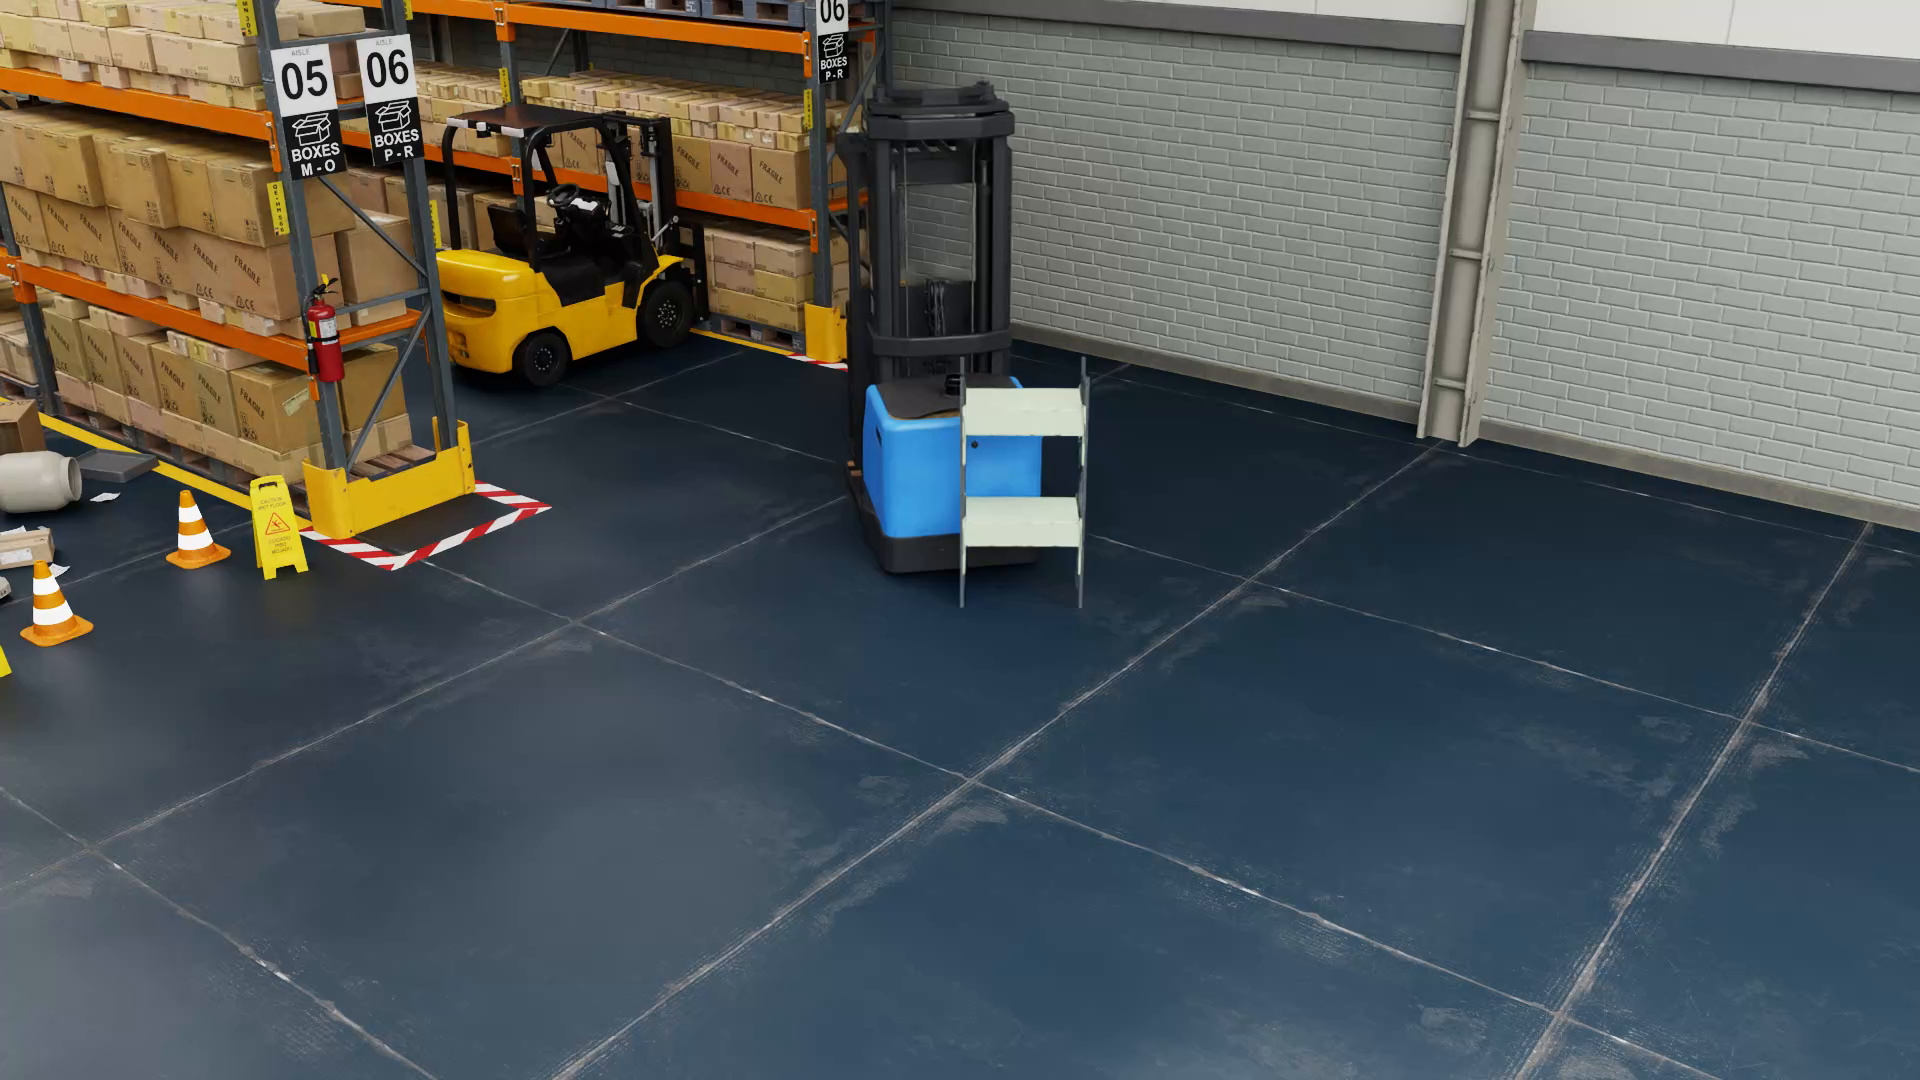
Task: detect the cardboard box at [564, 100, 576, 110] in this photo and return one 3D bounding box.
[{"bbox_3d":[-3.614,-4.210,16.155,0.250,0.149,0.380,17,29,33],"label":"cardboard box"}]

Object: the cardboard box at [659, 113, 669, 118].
[{"bbox_3d":[-2.577,-3.906,15.465,0.250,0.149,0.380,17,29,33],"label":"cardboard box"}]

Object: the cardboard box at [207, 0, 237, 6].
[{"bbox_3d":[-4.866,-3.600,11.302,0.250,0.149,0.380,17,29,33],"label":"cardboard box"}]

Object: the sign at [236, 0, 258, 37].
[{"bbox_3d":[-4.267,-3.179,9.927,0.005,0.325,0.100,17,29,33],"label":"sign"}]

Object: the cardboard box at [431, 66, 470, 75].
[{"bbox_3d":[-5.490,-5.026,18.007,0.250,0.149,0.380,17,29,34],"label":"cardboard box"}]

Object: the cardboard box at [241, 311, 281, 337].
[{"bbox_3d":[-4.615,-1.507,11.262,0.250,0.149,0.380,16,29,33],"label":"cardboard box"}]

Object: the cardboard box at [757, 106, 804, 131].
[{"bbox_3d":[-1.573,-3.725,14.686,0.250,0.149,0.380,17,29,33],"label":"cardboard box"}]

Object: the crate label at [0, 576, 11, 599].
[{"bbox_3d":[-6.096,0.317,10.360,0.298,0.136,0.250,3,24,6],"label":"crate label"}]

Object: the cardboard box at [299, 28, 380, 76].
[{"bbox_3d":[-4.161,-3.223,10.942,0.500,0.250,0.500,16,29,32],"label":"cardboard box"}]

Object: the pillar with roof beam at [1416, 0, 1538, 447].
[{"bbox_3d":[1.258,-3.542,8.129,0.400,9.000,9.100,17,29,33],"label":"pillar with roof beam"}]

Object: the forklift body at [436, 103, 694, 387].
[{"bbox_3d":[-3.556,-2.659,14.618,1.214,2.155,2.313,17,29,33],"label":"forklift body"}]

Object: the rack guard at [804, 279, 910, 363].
[{"bbox_3d":[-0.925,-2.028,15.233,0.348,0.500,1.175,17,29,33],"label":"rack guard"}]

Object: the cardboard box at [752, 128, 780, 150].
[{"bbox_3d":[-1.612,-3.566,14.695,0.250,0.149,0.380,17,29,34],"label":"cardboard box"}]

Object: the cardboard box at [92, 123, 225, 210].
[{"bbox_3d":[-5.644,-2.648,11.807,0.500,0.500,0.700,17,29,33],"label":"cardboard box"}]

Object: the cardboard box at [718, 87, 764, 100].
[{"bbox_3d":[-2.060,-4.156,15.664,0.250,0.149,0.380,16,28,32],"label":"cardboard box"}]

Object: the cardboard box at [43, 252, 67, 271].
[{"bbox_3d":[-6.826,-2.204,12.843,0.250,0.149,0.380,18,29,35],"label":"cardboard box"}]

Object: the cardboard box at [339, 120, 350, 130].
[{"bbox_3d":[-6.738,-4.734,18.461,0.500,0.250,0.500,16,28,32],"label":"cardboard box"}]

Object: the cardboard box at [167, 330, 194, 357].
[{"bbox_3d":[-5.459,-1.452,11.980,0.250,0.149,0.380,18,30,35],"label":"cardboard box"}]

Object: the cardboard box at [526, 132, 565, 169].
[{"bbox_3d":[-3.947,-3.999,16.483,0.500,0.500,0.500,16,28,32],"label":"cardboard box"}]

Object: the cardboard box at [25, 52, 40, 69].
[{"bbox_3d":[-6.576,-3.540,12.156,0.250,0.149,0.380,17,29,33],"label":"cardboard box"}]

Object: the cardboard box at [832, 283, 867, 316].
[{"bbox_3d":[-1.220,-2.294,15.625,0.500,0.250,0.500,17,29,34],"label":"cardboard box"}]

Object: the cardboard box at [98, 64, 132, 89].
[{"bbox_3d":[-5.627,-3.186,11.352,0.250,0.149,0.380,16,29,33],"label":"cardboard box"}]

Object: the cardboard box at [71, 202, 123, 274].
[{"bbox_3d":[-6.124,-2.289,12.231,0.500,0.500,0.500,17,29,33],"label":"cardboard box"}]

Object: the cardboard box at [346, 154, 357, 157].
[{"bbox_3d":[-7.515,-4.353,19.989,0.500,0.500,0.500,18,30,35],"label":"cardboard box"}]

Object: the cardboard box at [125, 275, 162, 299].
[{"bbox_3d":[-5.823,-1.884,12.117,0.250,0.149,0.380,17,29,33],"label":"cardboard box"}]

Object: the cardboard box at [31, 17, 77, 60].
[{"bbox_3d":[-6.120,-3.541,11.663,0.500,0.250,0.500,17,29,34],"label":"cardboard box"}]

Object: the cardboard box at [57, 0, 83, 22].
[{"bbox_3d":[-5.988,-3.687,11.499,0.250,0.149,0.380,16,29,33],"label":"cardboard box"}]

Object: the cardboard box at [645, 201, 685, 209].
[{"bbox_3d":[-2.824,-3.236,16.523,0.500,0.250,0.500,17,29,34],"label":"cardboard box"}]

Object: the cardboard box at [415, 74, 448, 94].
[{"bbox_3d":[-5.592,-4.798,17.491,0.250,0.149,0.380,17,29,34],"label":"cardboard box"}]

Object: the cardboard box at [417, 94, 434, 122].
[{"bbox_3d":[-5.513,-4.589,17.511,0.500,0.250,0.500,17,29,34],"label":"cardboard box"}]

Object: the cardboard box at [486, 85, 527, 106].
[{"bbox_3d":[-4.551,-4.499,16.811,0.250,0.149,0.380,18,29,35],"label":"cardboard box"}]

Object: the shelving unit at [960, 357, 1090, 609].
[{"bbox_3d":[0.378,-0.339,10.160,0.755,1.500,0.431,0,24,0],"label":"shelving unit"}]

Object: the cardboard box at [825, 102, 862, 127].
[{"bbox_3d":[-1.085,-3.807,14.872,0.250,0.149,0.380,16,28,32],"label":"cardboard box"}]

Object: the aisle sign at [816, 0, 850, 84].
[{"bbox_3d":[-1.068,-4.257,13.967,0.004,0.787,0.394,17,29,33],"label":"aisle sign"}]

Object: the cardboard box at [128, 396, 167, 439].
[{"bbox_3d":[-5.949,-0.994,12.675,0.500,0.250,0.500,16,29,33],"label":"cardboard box"}]

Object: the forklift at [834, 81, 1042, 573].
[{"bbox_3d":[-0.247,-1.697,11.466,1.130,2.935,3.031,-4,24,-10],"label":"forklift"}]

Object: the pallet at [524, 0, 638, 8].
[{"bbox_3d":[-3.447,-5.279,15.901,1.213,0.211,1.003,17,29,33],"label":"pallet"}]

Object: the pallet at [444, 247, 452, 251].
[{"bbox_3d":[-4.758,-3.035,17.875,1.213,0.211,1.003,17,29,33],"label":"pallet"}]

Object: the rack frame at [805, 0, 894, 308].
[{"bbox_3d":[-0.944,-3.178,14.742,0.127,3.000,1.000,17,29,33],"label":"rack frame"}]

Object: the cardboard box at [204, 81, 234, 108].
[{"bbox_3d":[-4.590,-2.879,10.655,0.250,0.149,0.380,17,29,34],"label":"cardboard box"}]

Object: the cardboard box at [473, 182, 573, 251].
[{"bbox_3d":[-4.569,-3.373,17.610,0.625,0.625,0.875,18,30,36],"label":"cardboard box"}]

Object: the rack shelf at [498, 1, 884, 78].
[{"bbox_3d":[-2.545,-4.705,15.380,4.000,0.370,1.077,17,29,33],"label":"rack shelf"}]

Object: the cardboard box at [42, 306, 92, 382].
[{"bbox_3d":[-6.809,-1.590,13.098,0.500,0.500,0.500,18,30,36],"label":"cardboard box"}]

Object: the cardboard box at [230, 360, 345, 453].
[{"bbox_3d":[-4.716,-0.962,11.673,0.500,0.500,0.500,17,29,34],"label":"cardboard box"}]

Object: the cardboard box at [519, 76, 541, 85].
[{"bbox_3d":[-4.481,-4.724,17.322,0.250,0.149,0.380,16,28,32],"label":"cardboard box"}]

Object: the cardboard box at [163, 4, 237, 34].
[{"bbox_3d":[-4.937,-3.393,10.833,0.250,0.149,0.380,17,29,34],"label":"cardboard box"}]

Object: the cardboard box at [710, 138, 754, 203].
[{"bbox_3d":[-1.905,-3.386,15.091,0.500,0.500,0.500,18,29,35],"label":"cardboard box"}]

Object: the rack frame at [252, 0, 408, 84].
[{"bbox_3d":[-3.918,-4.321,9.896,0.127,3.000,1.000,17,29,33],"label":"rack frame"}]

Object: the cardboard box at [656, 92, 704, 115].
[{"bbox_3d":[-2.588,-4.044,15.411,0.250,0.149,0.380,17,29,34],"label":"cardboard box"}]

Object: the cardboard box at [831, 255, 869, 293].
[{"bbox_3d":[-1.196,-2.521,15.521,0.500,0.250,0.500,17,29,34],"label":"cardboard box"}]

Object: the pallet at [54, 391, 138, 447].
[{"bbox_3d":[-6.560,-1.116,13.520,1.213,0.211,1.003,17,29,33],"label":"pallet"}]

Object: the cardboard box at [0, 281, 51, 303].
[{"bbox_3d":[-8.675,-1.999,14.804,0.625,0.372,0.950,18,29,35],"label":"cardboard box"}]

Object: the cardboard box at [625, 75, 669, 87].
[{"bbox_3d":[-3.075,-4.470,16.377,0.250,0.149,0.380,16,28,32],"label":"cardboard box"}]

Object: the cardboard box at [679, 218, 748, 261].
[{"bbox_3d":[-2.322,-2.820,15.580,0.500,0.250,0.500,17,29,34],"label":"cardboard box"}]

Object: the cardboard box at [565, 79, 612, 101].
[{"bbox_3d":[-3.595,-4.358,16.124,0.250,0.149,0.380,16,29,32],"label":"cardboard box"}]
